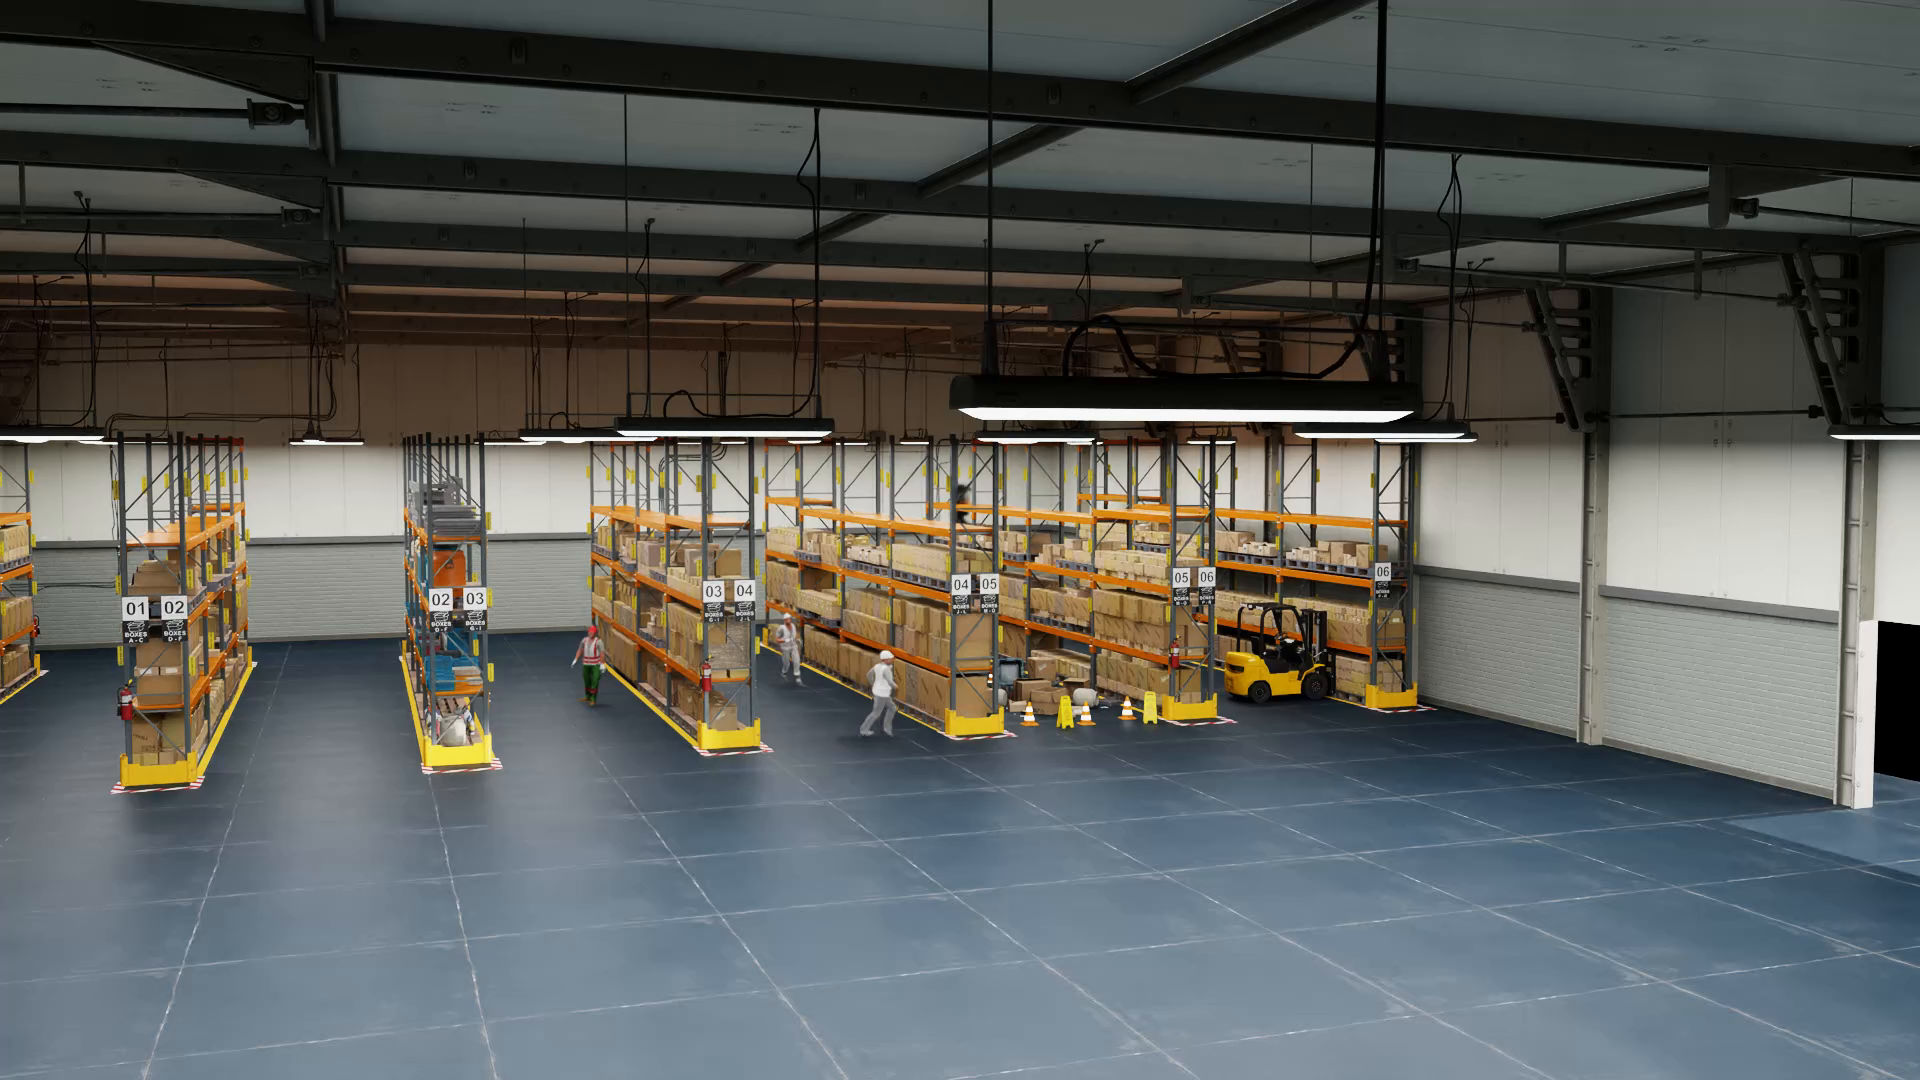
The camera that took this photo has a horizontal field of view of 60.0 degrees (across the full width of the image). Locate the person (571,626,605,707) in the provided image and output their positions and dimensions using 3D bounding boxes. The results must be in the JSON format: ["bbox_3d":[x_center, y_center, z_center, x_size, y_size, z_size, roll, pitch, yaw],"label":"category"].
[{"bbox_3d":[-8.271,2.792,37.070,0.750,1.779,0.766,1,3,9],"label":"person"}]

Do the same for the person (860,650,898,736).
[{"bbox_3d":[-1.586,3.057,32.694,0.748,1.794,0.707,-1,3,-10],"label":"person"}]

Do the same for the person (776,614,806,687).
[{"bbox_3d":[-4.139,2.627,39.860,0.691,1.754,1.013,-2,4,-32],"label":"person"}]
